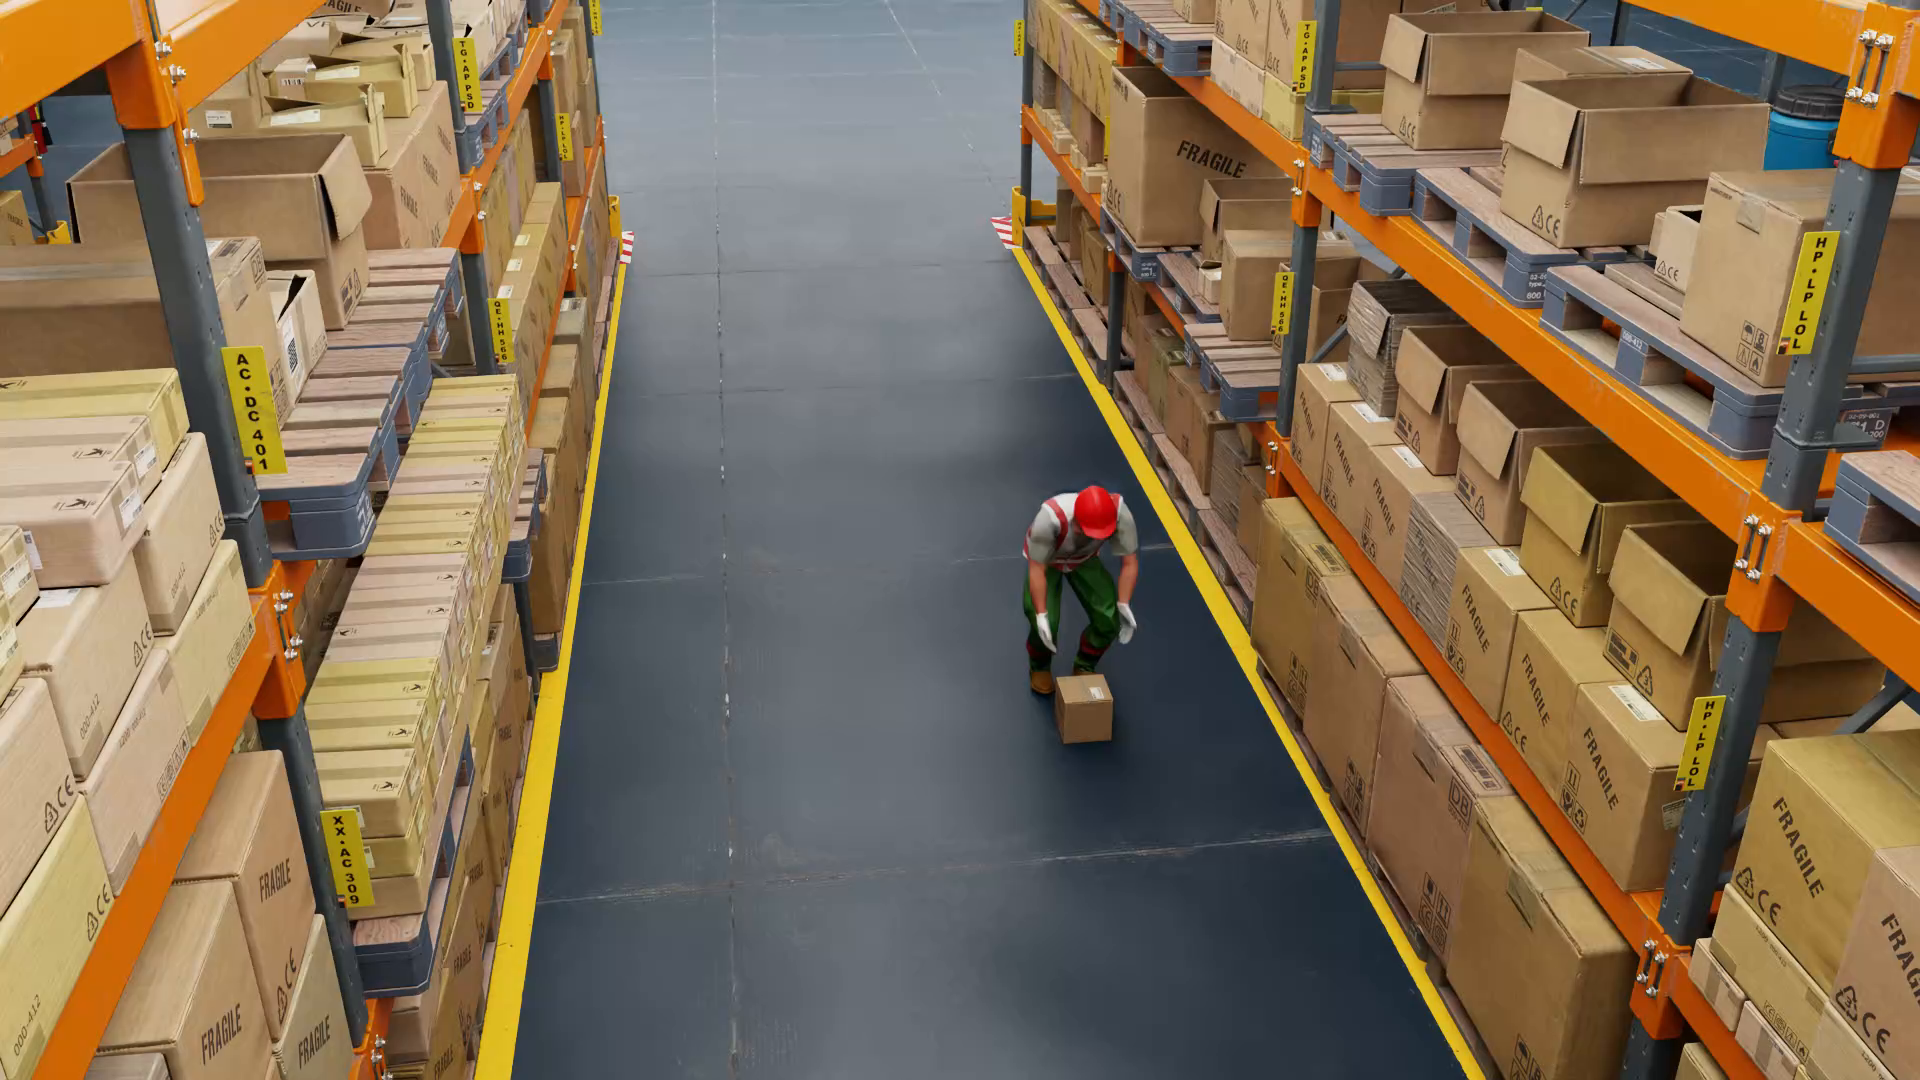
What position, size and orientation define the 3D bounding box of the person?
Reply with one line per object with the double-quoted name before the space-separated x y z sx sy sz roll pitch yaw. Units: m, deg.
"person" 0.621 0.212 8.692 0.584 1.321 0.808 -4 27 -7
